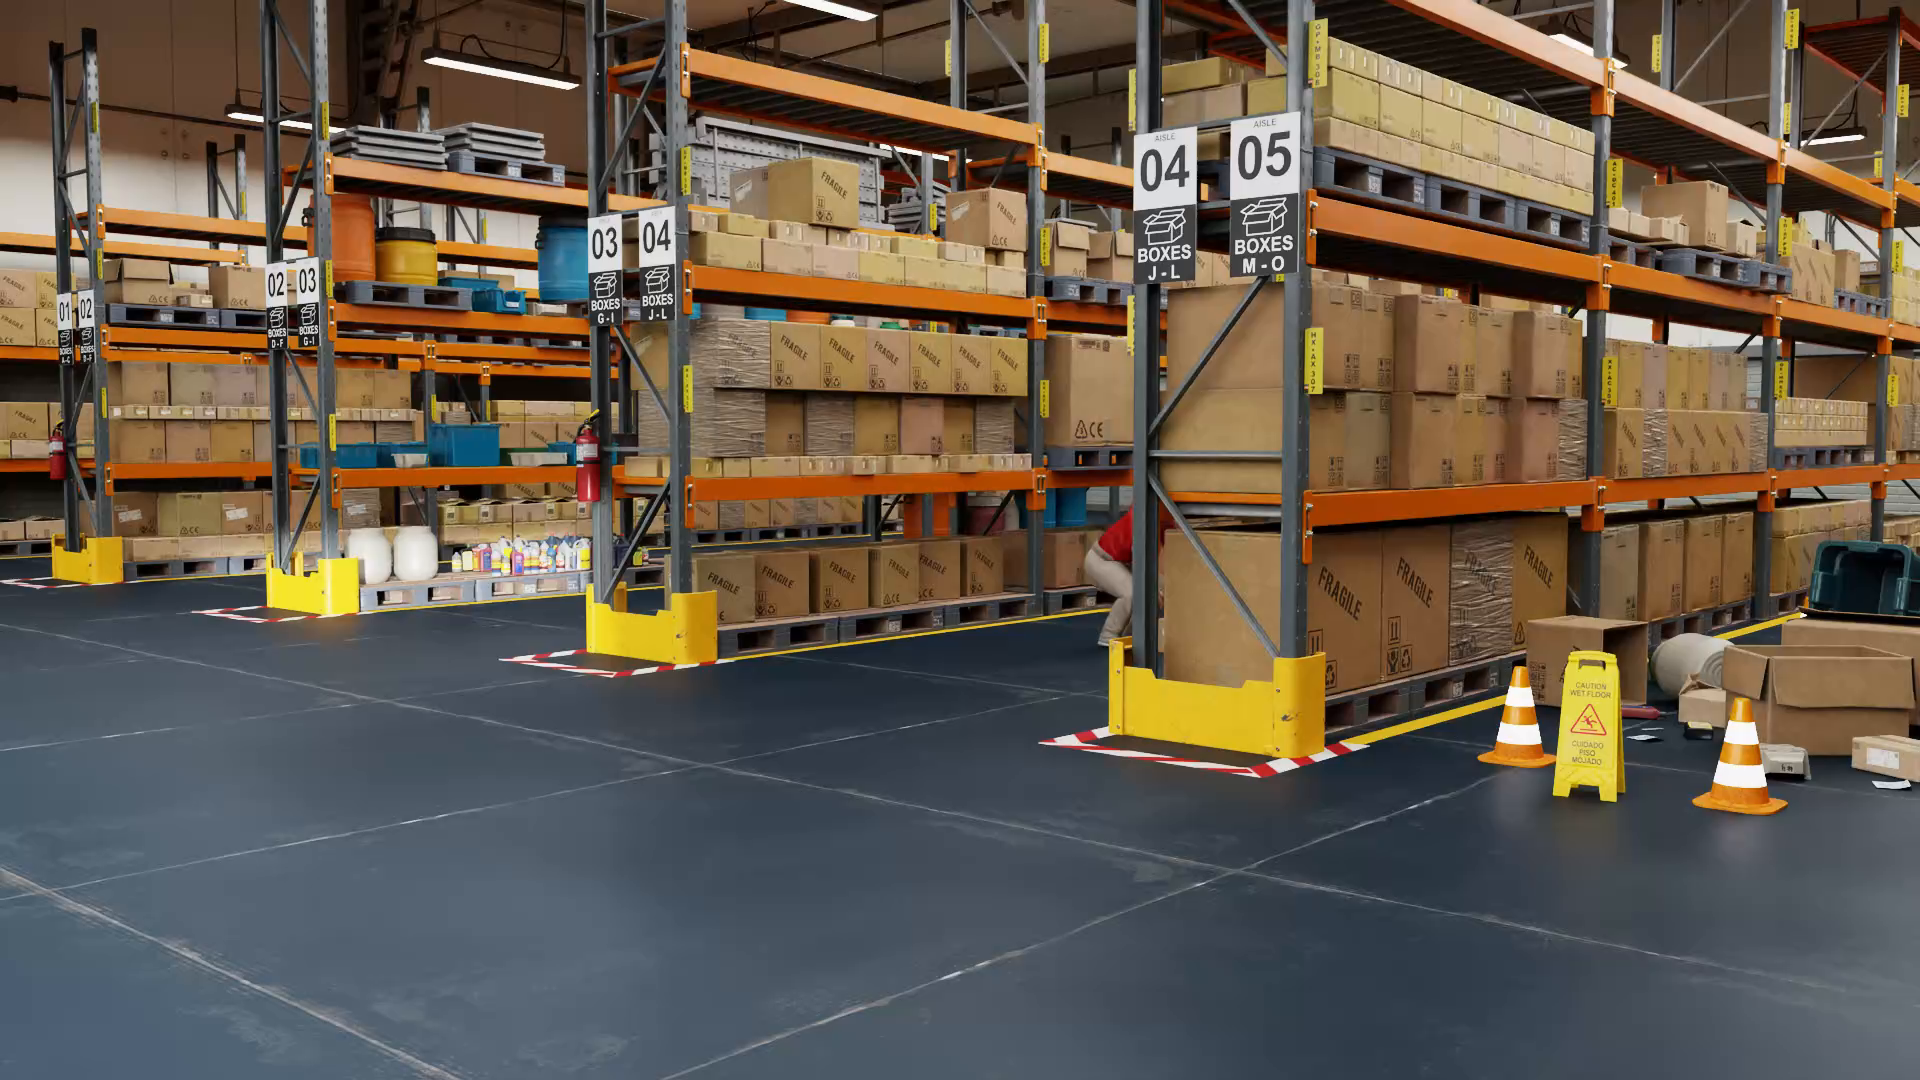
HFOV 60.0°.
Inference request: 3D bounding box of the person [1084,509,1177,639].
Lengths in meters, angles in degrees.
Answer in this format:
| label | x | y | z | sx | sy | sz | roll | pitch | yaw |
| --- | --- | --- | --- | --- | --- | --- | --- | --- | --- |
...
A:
| label | x | y | z | sx | sy | sz | roll | pitch | yaw |
| --- | --- | --- | --- | --- | --- | --- | --- | --- | --- |
| person | 1.365 | 0.186 | 12.647 | 0.805 | 1.131 | 0.580 | 3 | 5 | 41 |
